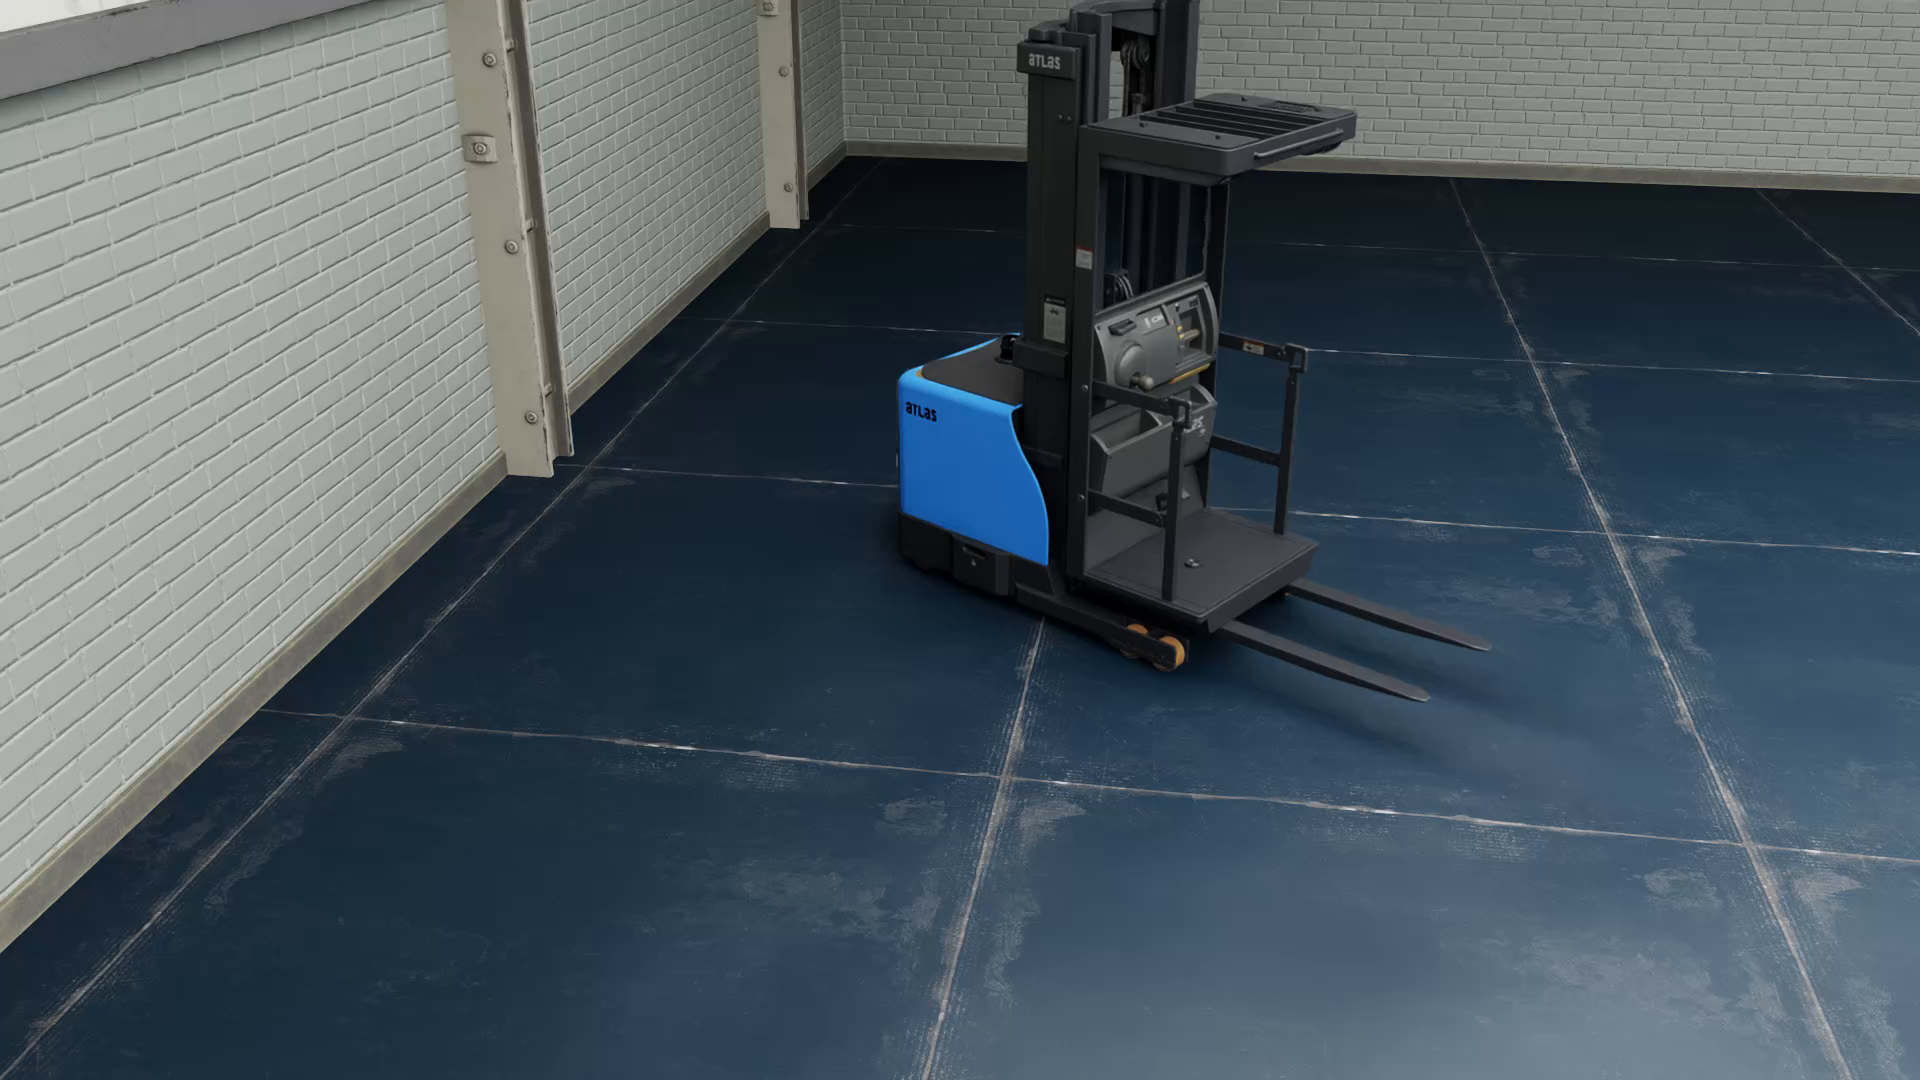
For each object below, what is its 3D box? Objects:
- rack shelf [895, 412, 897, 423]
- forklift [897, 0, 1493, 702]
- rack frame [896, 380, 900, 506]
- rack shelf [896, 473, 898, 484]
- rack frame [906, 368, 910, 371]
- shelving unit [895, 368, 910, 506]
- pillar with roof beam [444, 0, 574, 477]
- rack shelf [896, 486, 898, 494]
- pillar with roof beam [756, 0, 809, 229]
[{"bbox_3d":[-0.205,-0.701,9.129,0.258,0.077,0.200,6,26,12],"label":"rack shelf"},{"bbox_3d":[1.105,-0.953,7.829,3.031,2.935,1.130,20,32,37],"label":"forklift"},{"bbox_3d":[-0.229,-0.445,9.140,0.240,0.900,0.006,6,26,12],"label":"rack frame"},{"bbox_3d":[-0.205,-0.375,9.281,0.258,0.077,0.200,6,26,12],"label":"rack shelf"},{"bbox_3d":[-0.181,-0.529,9.319,0.240,0.900,0.006,6,26,12],"label":"rack frame"},{"bbox_3d":[-0.205,-0.487,9.229,0.258,0.900,0.210,6,26,12],"label":"shelving unit"},{"bbox_3d":[1.650,-4.250,7.714,9.100,9.000,0.400,4,25,9],"label":"pillar with roof beam"},{"bbox_3d":[-0.205,-0.294,9.320,0.258,0.077,0.200,6,26,12],"label":"rack shelf"},{"bbox_3d":[2.631,-6.759,13.075,9.100,9.000,0.400,4,25,9],"label":"pillar with roof beam"}]
